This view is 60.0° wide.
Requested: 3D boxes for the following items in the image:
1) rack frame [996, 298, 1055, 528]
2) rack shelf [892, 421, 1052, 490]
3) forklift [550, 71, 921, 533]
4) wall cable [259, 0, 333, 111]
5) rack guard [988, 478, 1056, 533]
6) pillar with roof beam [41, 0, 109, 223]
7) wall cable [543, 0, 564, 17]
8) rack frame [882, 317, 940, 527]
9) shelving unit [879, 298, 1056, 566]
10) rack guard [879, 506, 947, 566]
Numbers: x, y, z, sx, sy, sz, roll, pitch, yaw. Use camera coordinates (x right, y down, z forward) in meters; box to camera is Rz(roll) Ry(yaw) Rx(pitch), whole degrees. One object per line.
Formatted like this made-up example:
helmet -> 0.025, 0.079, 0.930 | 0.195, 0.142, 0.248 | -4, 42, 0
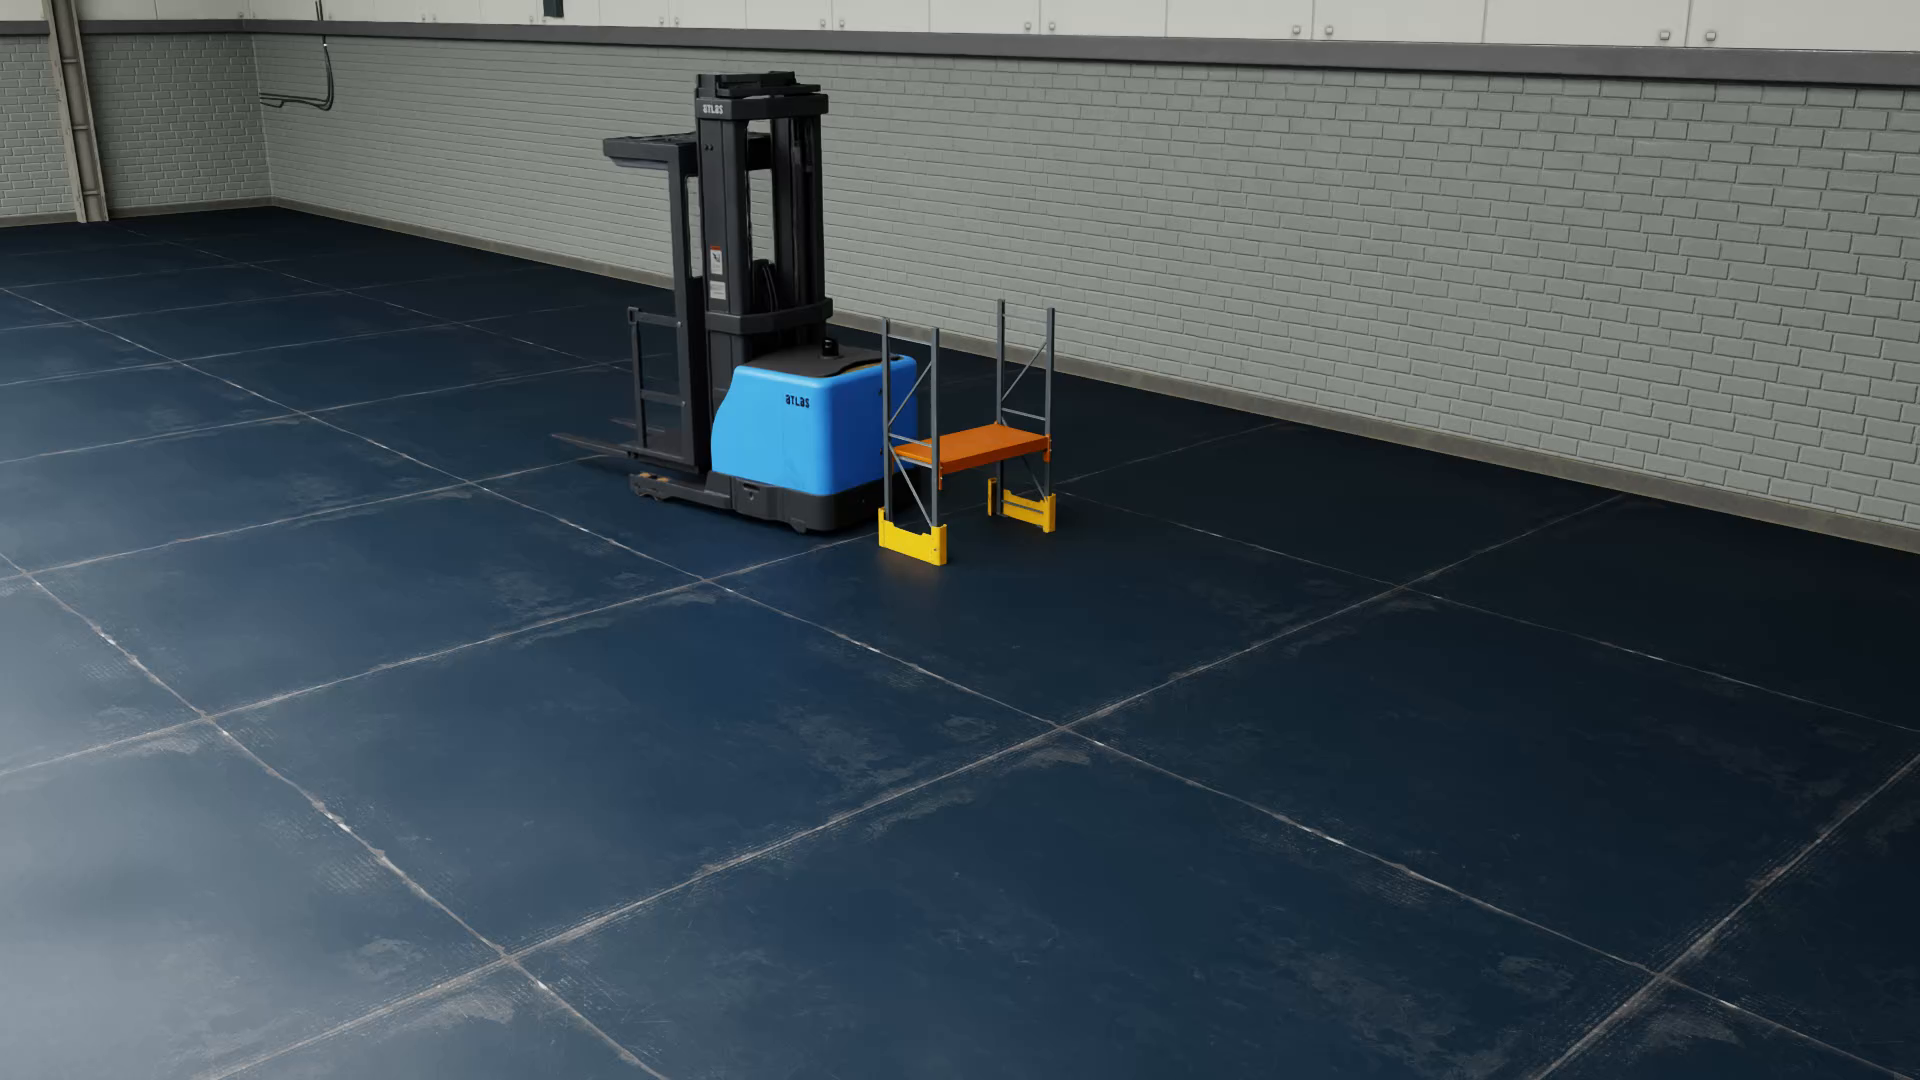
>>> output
rack frame -> 0.431, -0.839, 11.141 | 0.032, 1.500, 0.500 | -16, 24, -41
rack shelf -> 0.062, -0.560, 10.865 | 1.000, 0.185, 0.538 | -16, 24, -41
forklift -> -1.751, -1.786, 11.742 | 3.031, 2.935, 1.130 | 13, 22, 36
wall cable -> -10.982, -8.297, 27.018 | 0.112, 2.526, 3.097 | -16, 24, -41
rack guard -> 0.417, -0.241, 11.321 | 0.087, 0.250, 0.587 | -16, 24, -41
pillar with roof beam -> -11.074, -8.481, 22.552 | 0.400, 9.000, 9.100 | -16, 24, -41
wall cable -> -4.471, -9.261, 19.443 | 0.169, 6.003, 2.305 | -16, 24, -41
rack frame -> -0.307, -0.624, 10.477 | 0.032, 1.500, 0.500 | -16, 24, -41
shelving unit -> 0.055, -0.730, 10.803 | 1.083, 1.500, 0.587 | -16, 24, -41
rack guard -> -0.306, -0.030, 10.670 | 0.087, 0.250, 0.587 | -16, 24, -41
